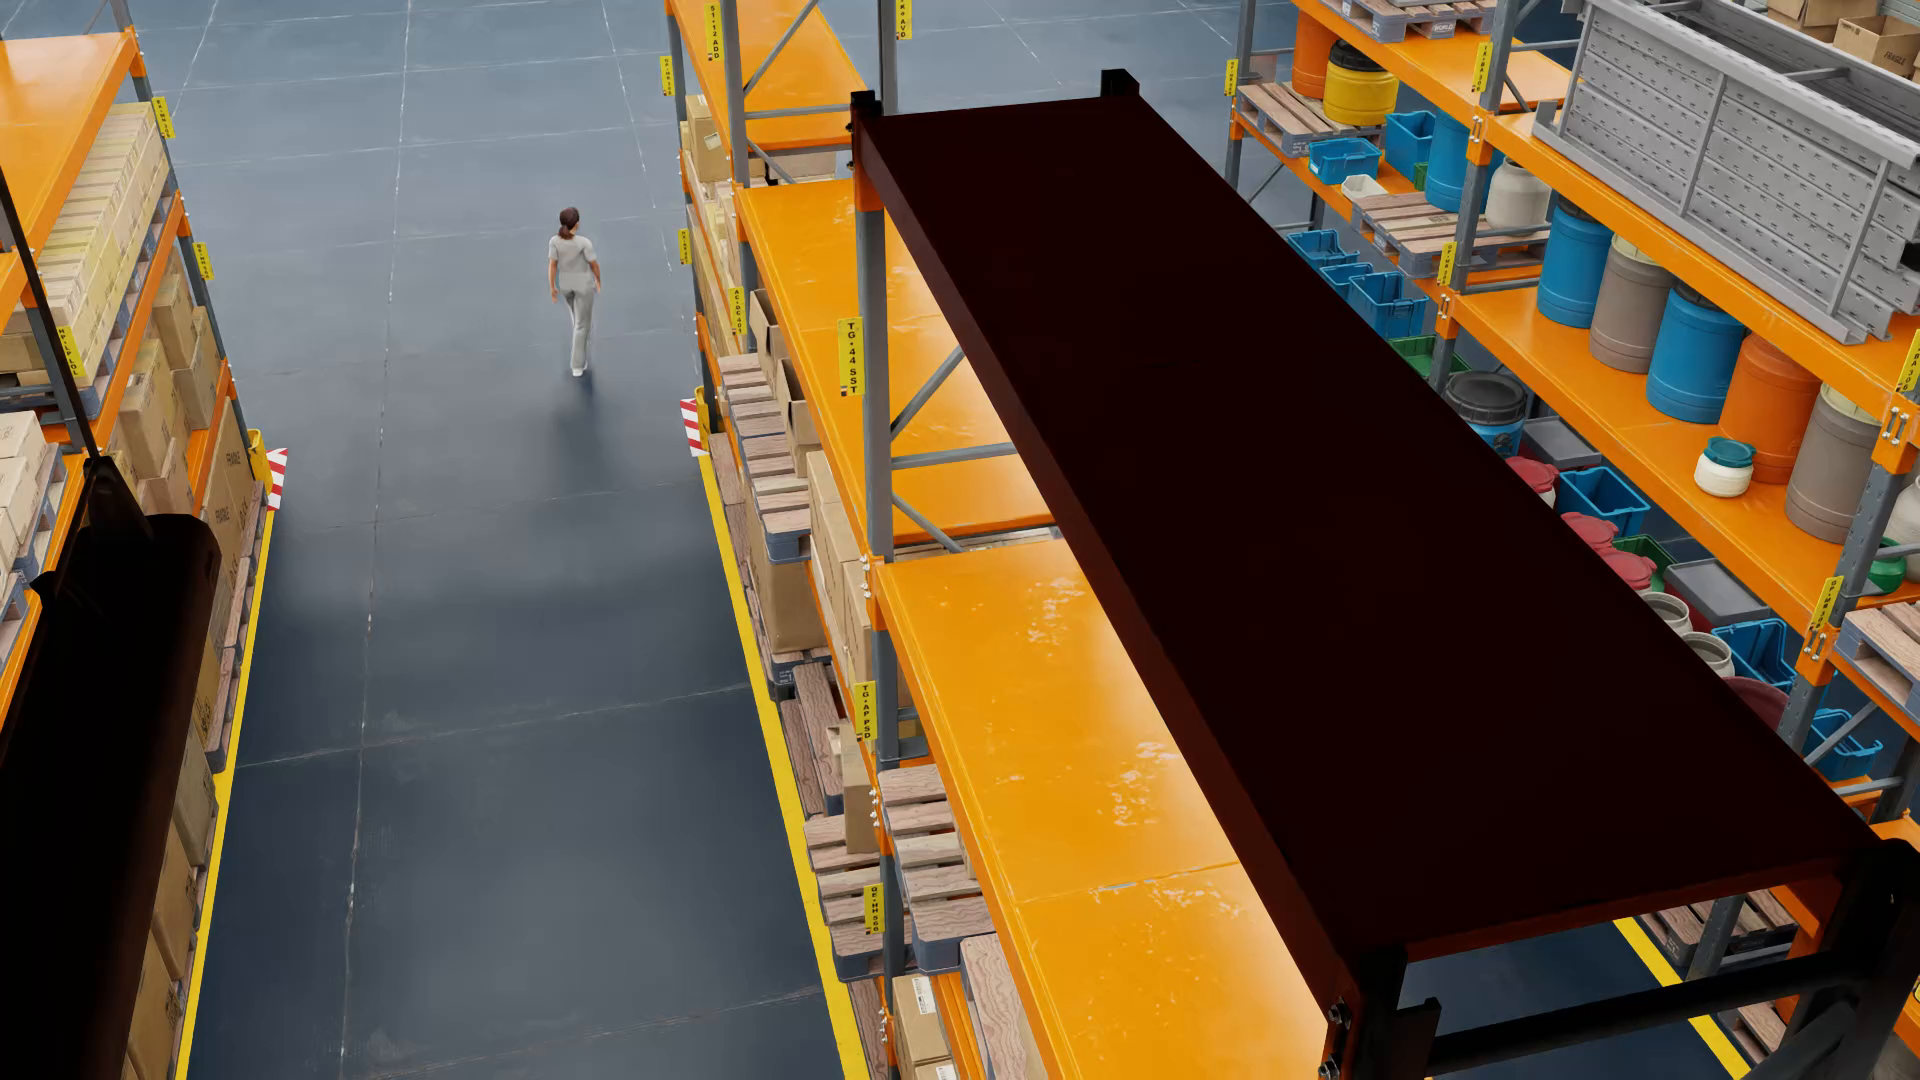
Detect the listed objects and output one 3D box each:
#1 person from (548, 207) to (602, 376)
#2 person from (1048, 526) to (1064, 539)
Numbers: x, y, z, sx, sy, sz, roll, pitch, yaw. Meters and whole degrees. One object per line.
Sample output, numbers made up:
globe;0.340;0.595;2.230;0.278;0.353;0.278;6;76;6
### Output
person;-3.725;-2.522;16.284;0.511;1.634;0.909;8;35;12
person;0.592;0.174;12.200;0.492;1.543;0.601;-13;36;-18
